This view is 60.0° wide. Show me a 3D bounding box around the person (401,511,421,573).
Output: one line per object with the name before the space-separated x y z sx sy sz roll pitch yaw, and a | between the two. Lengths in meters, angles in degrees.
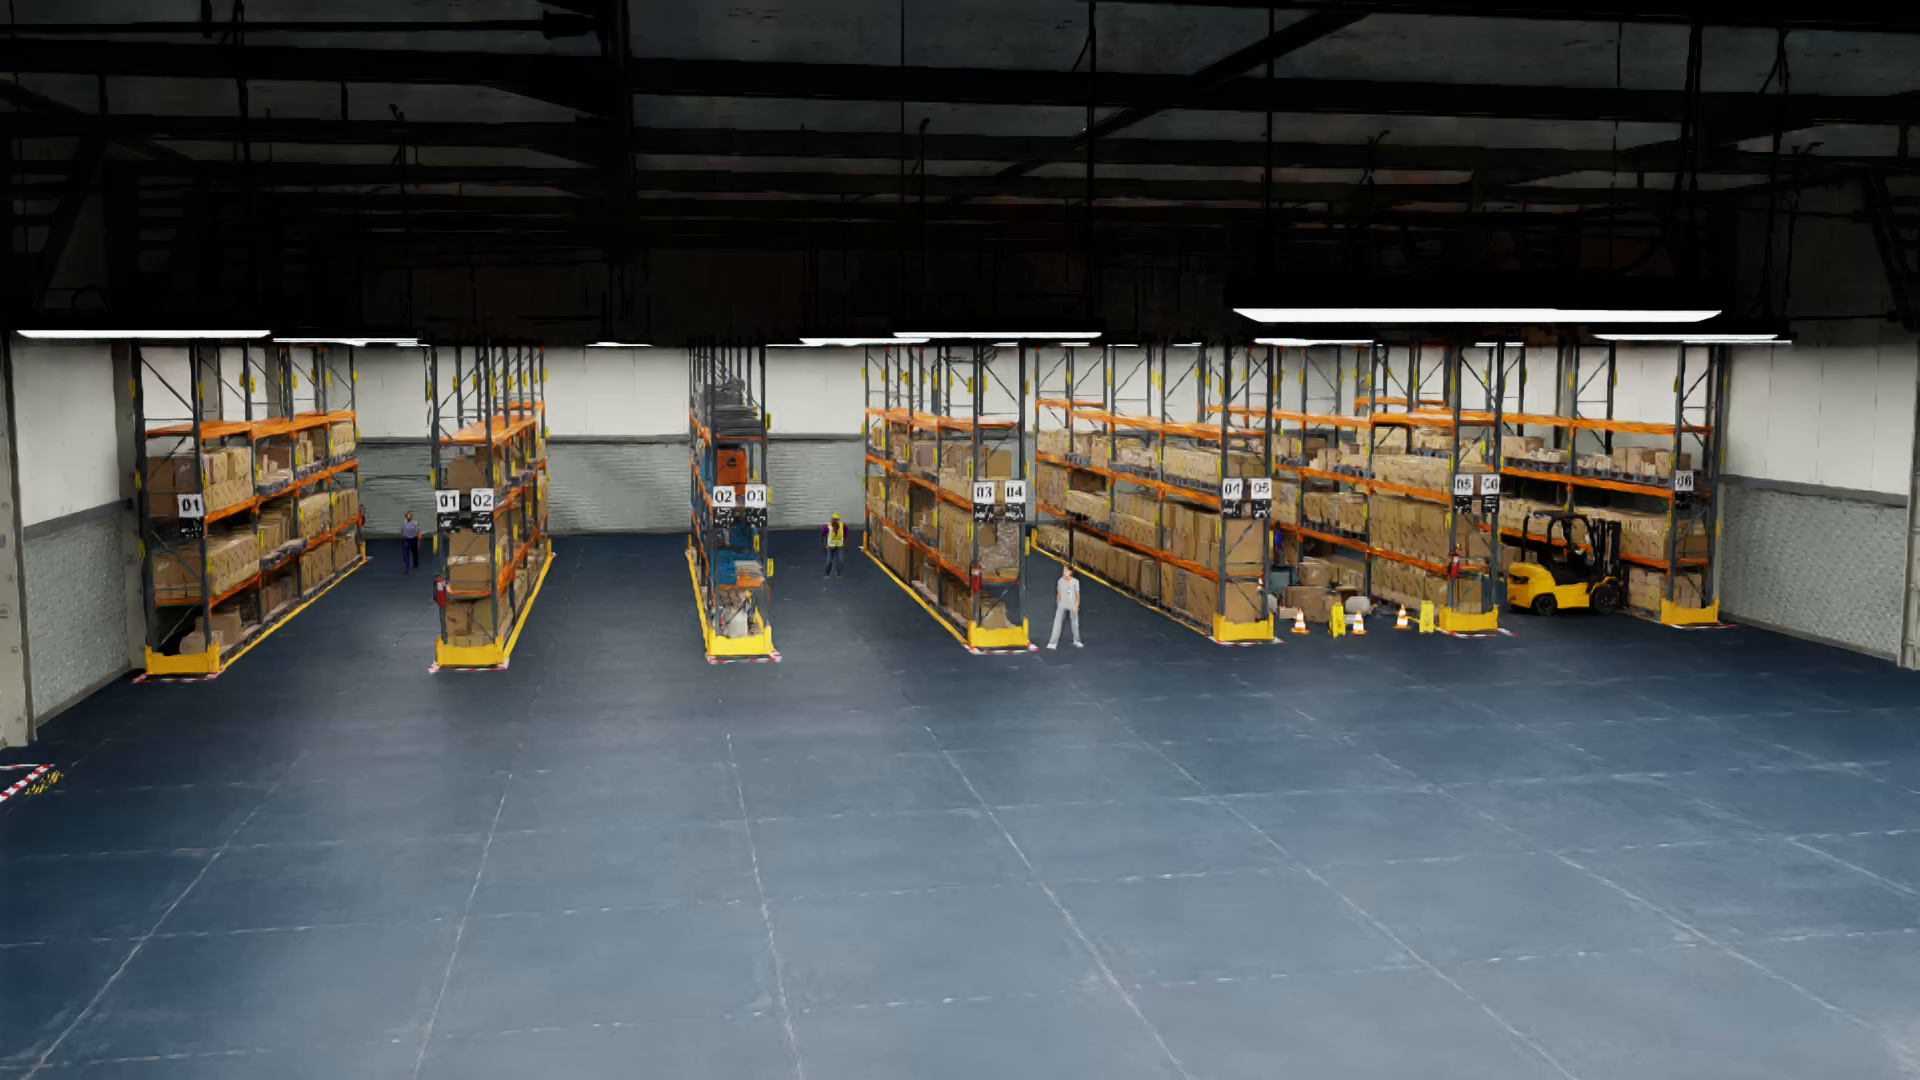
person | -14.130 0.032 42.835 0.491 1.577 1.001 -1 7 -12

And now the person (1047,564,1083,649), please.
person | 2.027 1.261 31.780 0.572 1.620 0.881 2 7 16

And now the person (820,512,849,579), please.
person | -3.112 0.150 41.321 0.719 1.714 0.578 -1 7 -13

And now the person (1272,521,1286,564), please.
person | 7.520 0.373 39.497 0.551 1.642 0.573 2 7 16
